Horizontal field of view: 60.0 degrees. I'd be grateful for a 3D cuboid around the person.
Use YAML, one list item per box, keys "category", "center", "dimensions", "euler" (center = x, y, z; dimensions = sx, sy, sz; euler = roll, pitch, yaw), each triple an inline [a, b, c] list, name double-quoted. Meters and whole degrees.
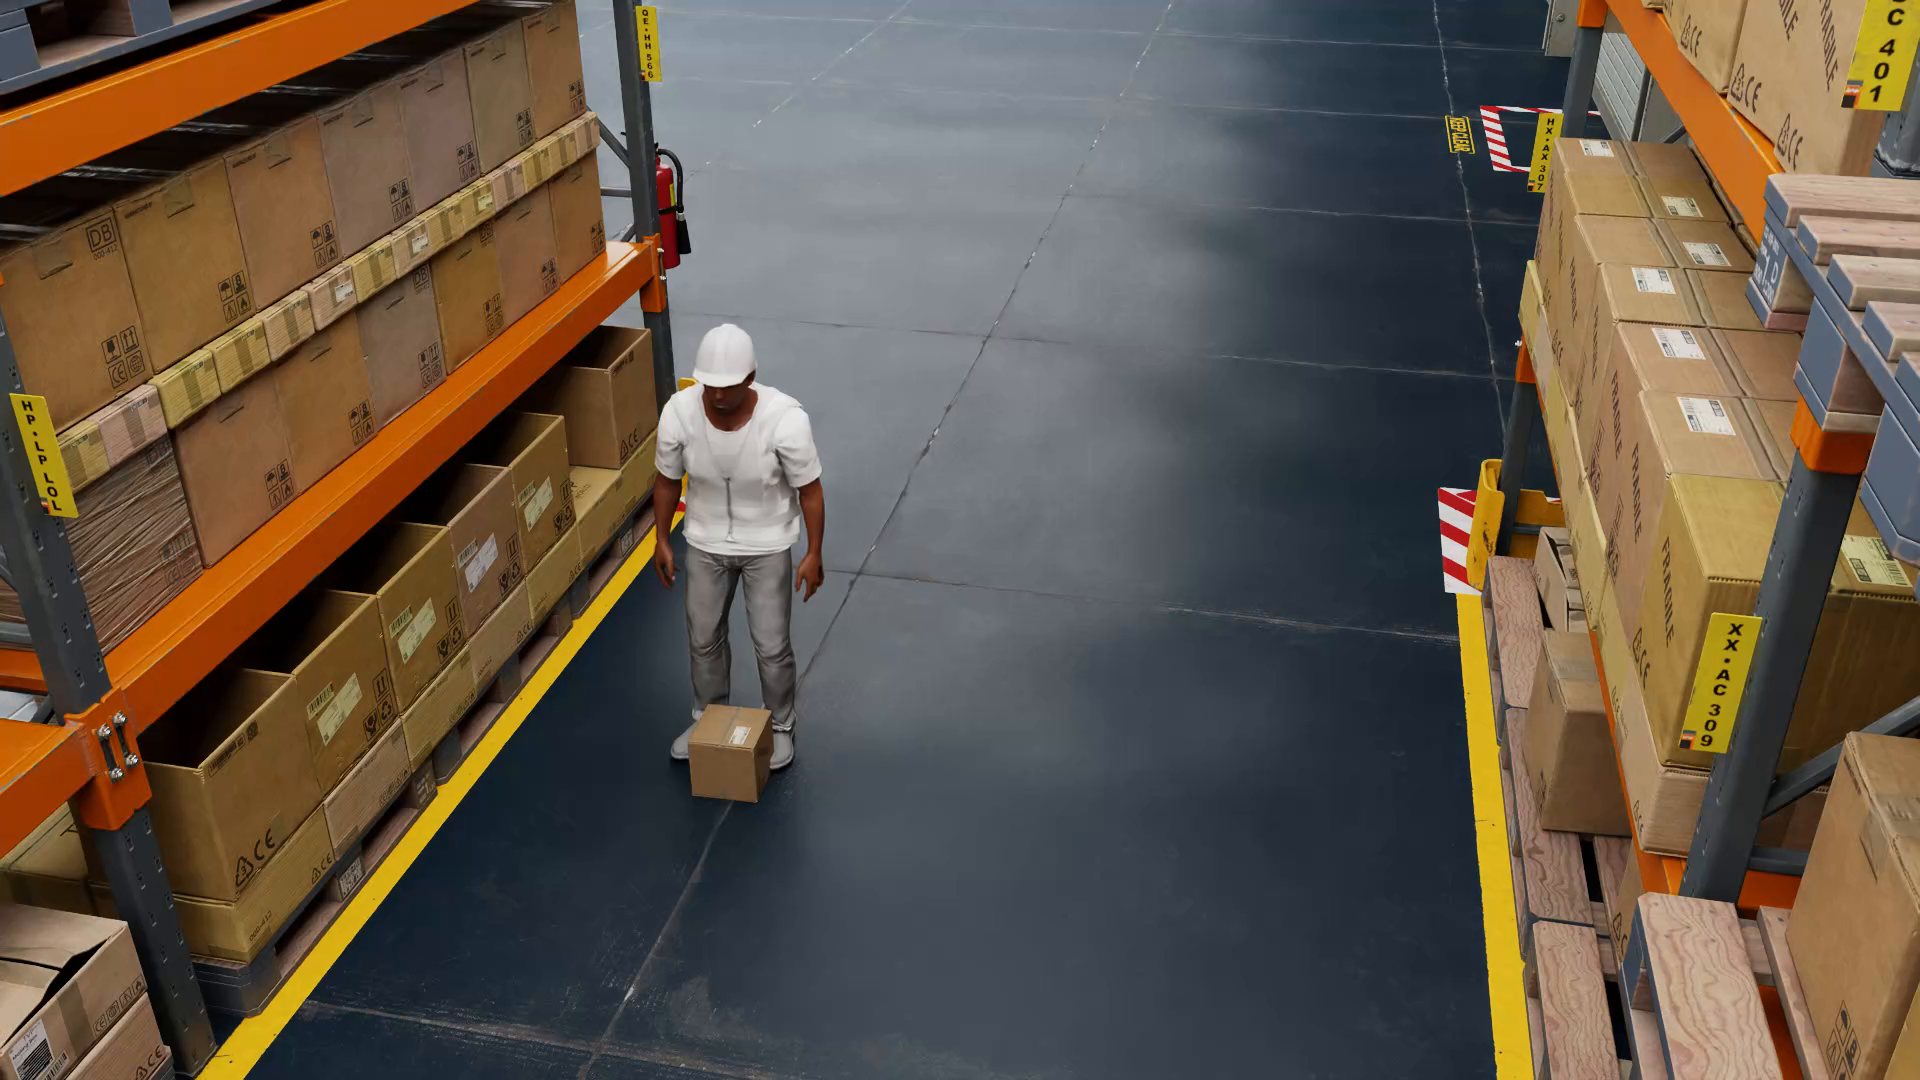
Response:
- category: "person"
  center: [-0.805, 0.029, 6.052]
  dimensions: [0.636, 1.761, 0.454]
  euler: [4, 29, 8]
